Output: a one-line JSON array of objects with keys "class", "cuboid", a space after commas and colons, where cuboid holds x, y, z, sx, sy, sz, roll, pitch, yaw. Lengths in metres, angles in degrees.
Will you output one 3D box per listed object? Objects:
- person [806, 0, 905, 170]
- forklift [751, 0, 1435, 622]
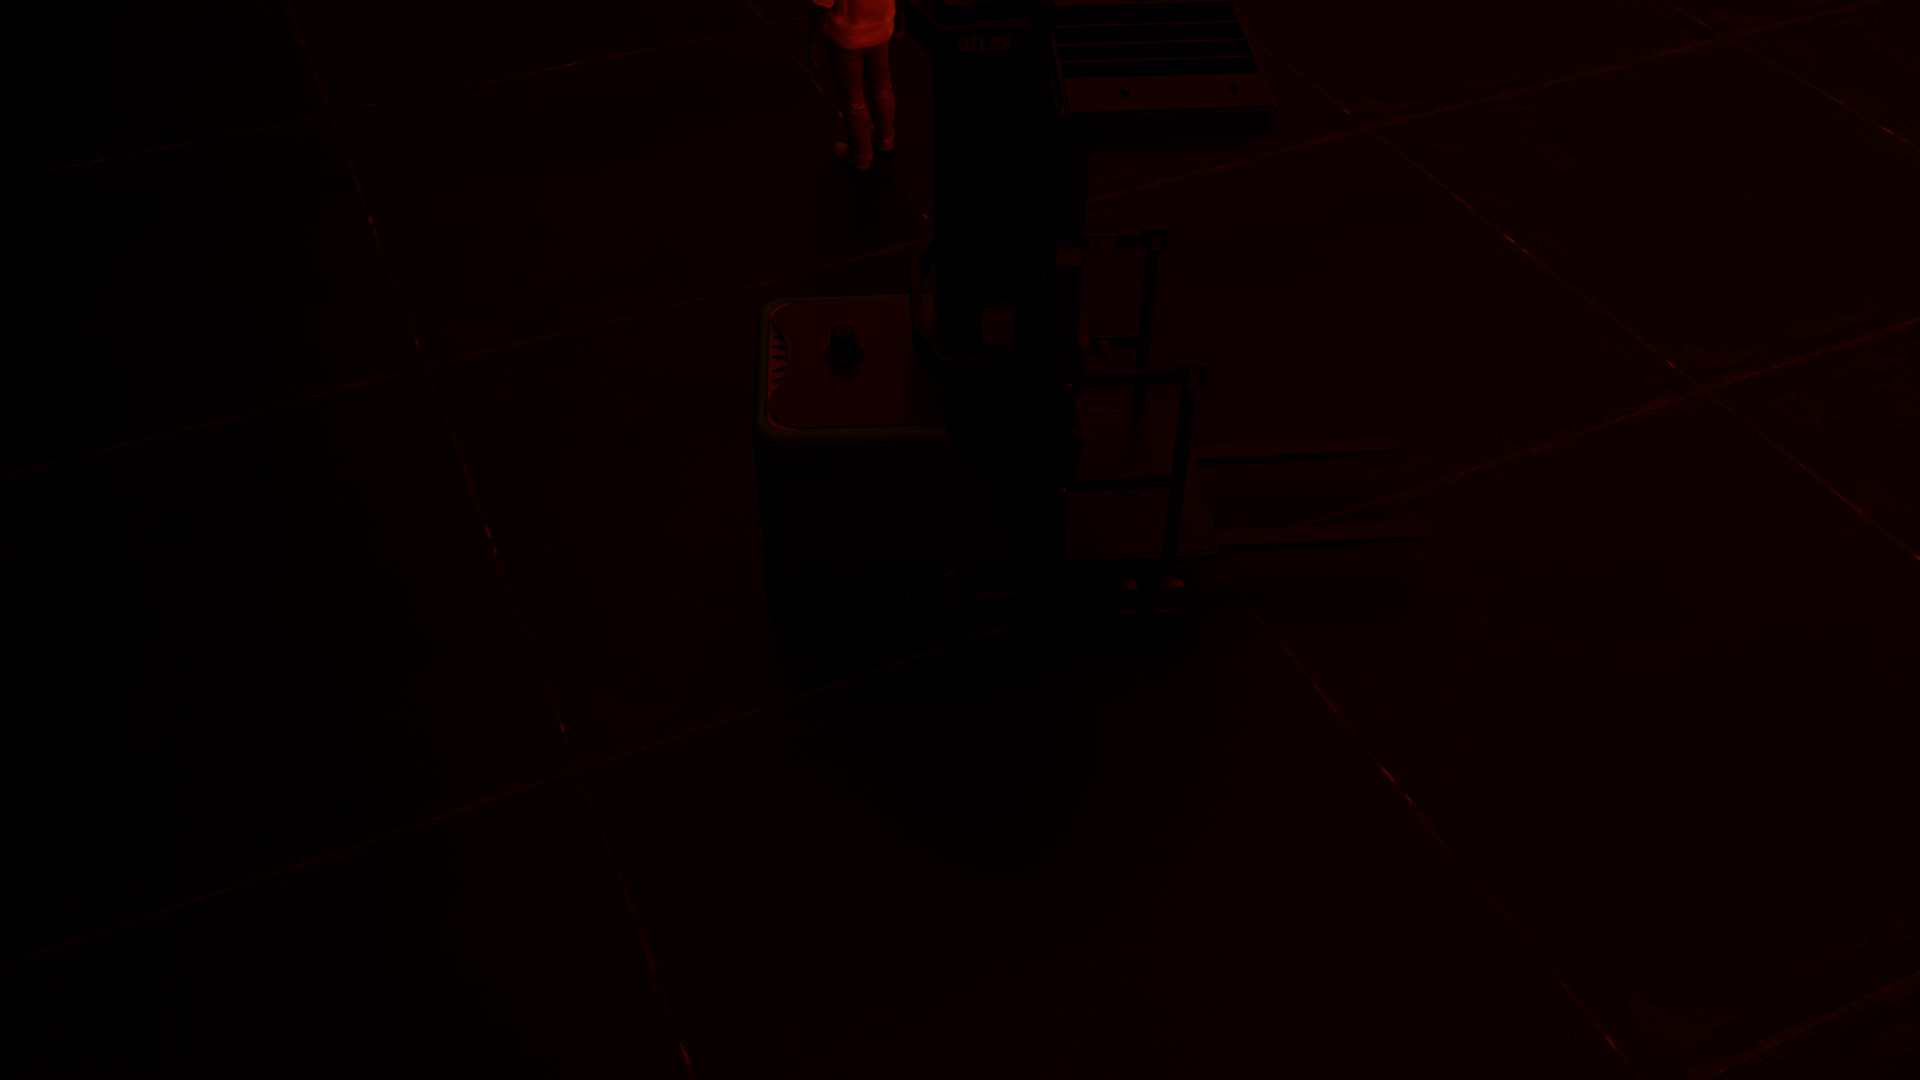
[{"class": "person", "cuboid": [-0.631, -3.009, 9.747, 0.666, 1.765, 0.578, -23, 48, -22]}, {"class": "forklift", "cuboid": [0.623, -1.098, 6.857, 3.031, 2.935, 1.130, -2, 43, -3]}]
